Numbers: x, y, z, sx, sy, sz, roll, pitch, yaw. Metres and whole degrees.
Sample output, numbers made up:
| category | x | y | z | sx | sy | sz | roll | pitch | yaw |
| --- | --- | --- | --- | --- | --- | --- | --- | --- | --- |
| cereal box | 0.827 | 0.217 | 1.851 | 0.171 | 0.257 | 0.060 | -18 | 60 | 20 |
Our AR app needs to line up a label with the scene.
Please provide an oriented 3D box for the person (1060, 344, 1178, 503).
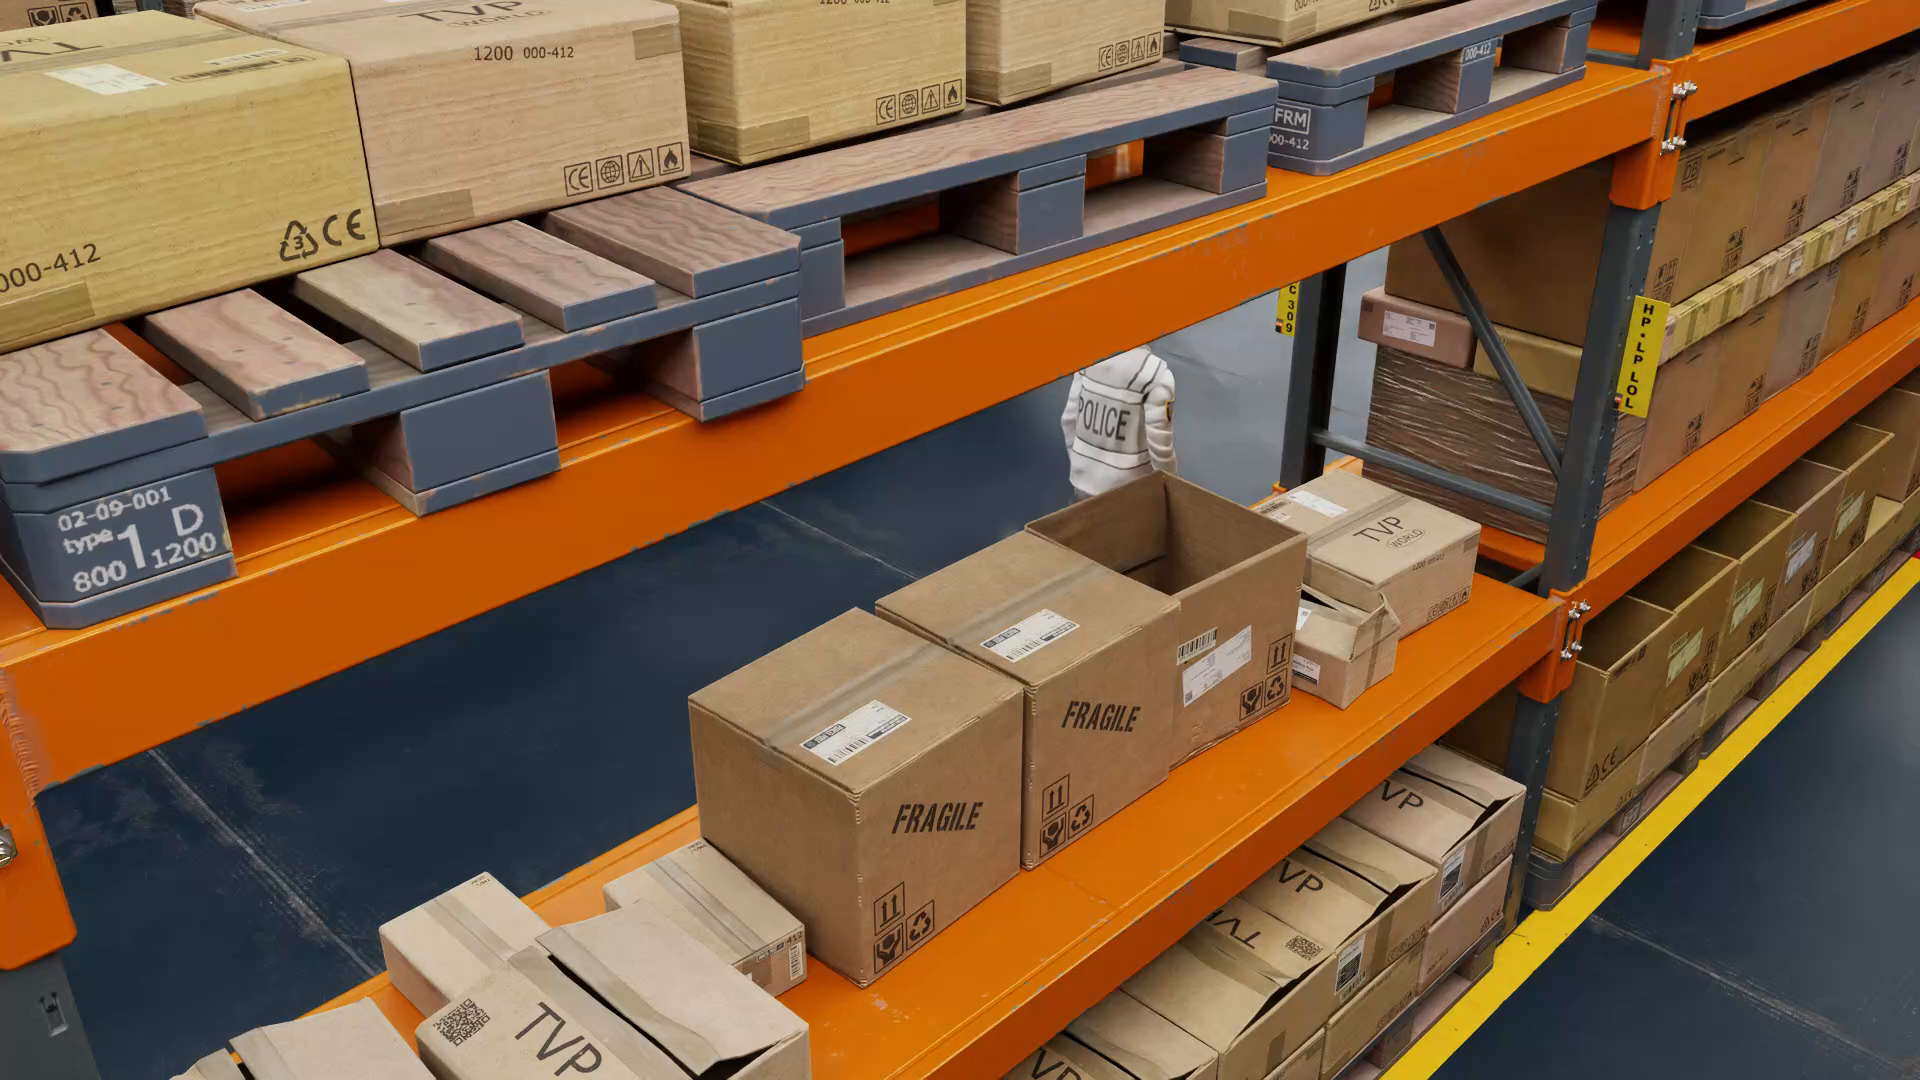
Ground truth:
| category | x | y | z | sx | sy | sz | roll | pitch | yaw |
| --- | --- | --- | --- | --- | --- | --- | --- | --- | --- |
| person | 0.633 | -0.211 | 6.515 | 0.525 | 1.662 | 0.374 | 24 | 36 | 38 |
